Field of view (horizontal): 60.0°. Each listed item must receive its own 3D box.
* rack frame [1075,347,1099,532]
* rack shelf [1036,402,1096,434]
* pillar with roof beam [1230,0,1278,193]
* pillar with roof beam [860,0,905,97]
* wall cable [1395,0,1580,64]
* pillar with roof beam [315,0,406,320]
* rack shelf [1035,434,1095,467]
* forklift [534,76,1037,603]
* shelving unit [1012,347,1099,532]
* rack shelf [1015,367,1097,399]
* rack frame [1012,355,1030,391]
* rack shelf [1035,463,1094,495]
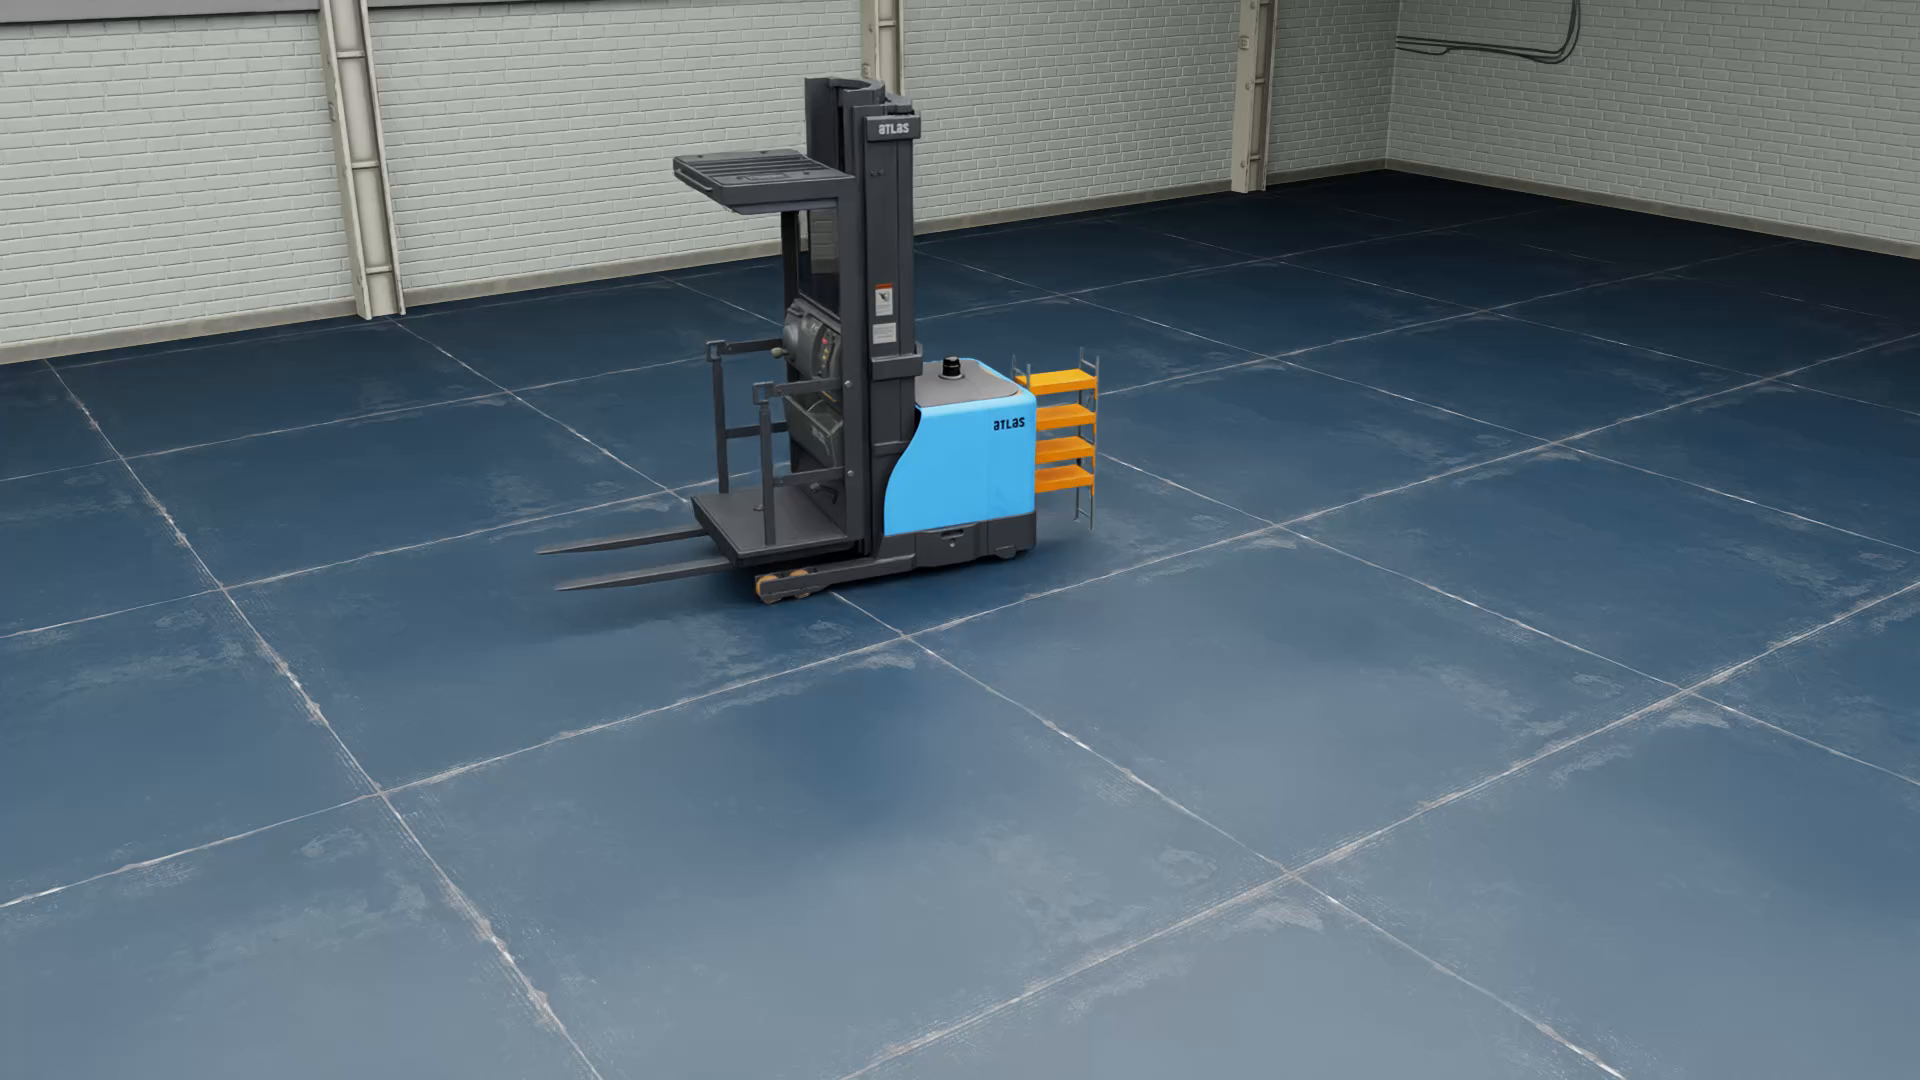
[{"bbox_3d":[0.834,-0.654,10.917,0.015,1.200,0.240,-9,24,-22],"label":"rack frame"},{"bbox_3d":[0.610,-0.763,10.769,0.480,0.148,0.258,-9,24,-22],"label":"rack shelf"},{"bbox_3d":[6.501,-7.733,18.133,0.400,9.000,9.100,-15,26,-33],"label":"pillar with roof beam"},{"bbox_3d":[1.630,-6.434,14.878,0.400,9.000,9.100,-15,26,-33],"label":"pillar with roof beam"},{"bbox_3d":[7.150,-7.826,22.555,0.112,2.526,3.097,-15,26,-33],"label":"wall cable"},{"bbox_3d":[-3.240,-5.135,11.624,0.400,9.000,9.100,-15,26,-33],"label":"pillar with roof beam"},{"bbox_3d":[0.610,-0.556,10.851,0.480,0.148,0.258,-9,24,-22],"label":"rack shelf"},{"bbox_3d":[-1.077,-1.206,9.963,3.031,2.935,1.130,-9,24,-22],"label":"forklift"},{"bbox_3d":[0.610,-0.618,10.827,0.503,1.200,0.258,-9,24,-22],"label":"shelving unit"},{"bbox_3d":[0.610,-0.983,10.681,0.480,0.148,0.258,-9,24,-22],"label":"rack shelf"},{"bbox_3d":[0.386,-0.582,10.736,0.015,1.200,0.240,-9,24,-22],"label":"rack frame"},{"bbox_3d":[0.610,-0.371,10.925,0.480,0.148,0.258,-9,24,-22],"label":"rack shelf"}]
